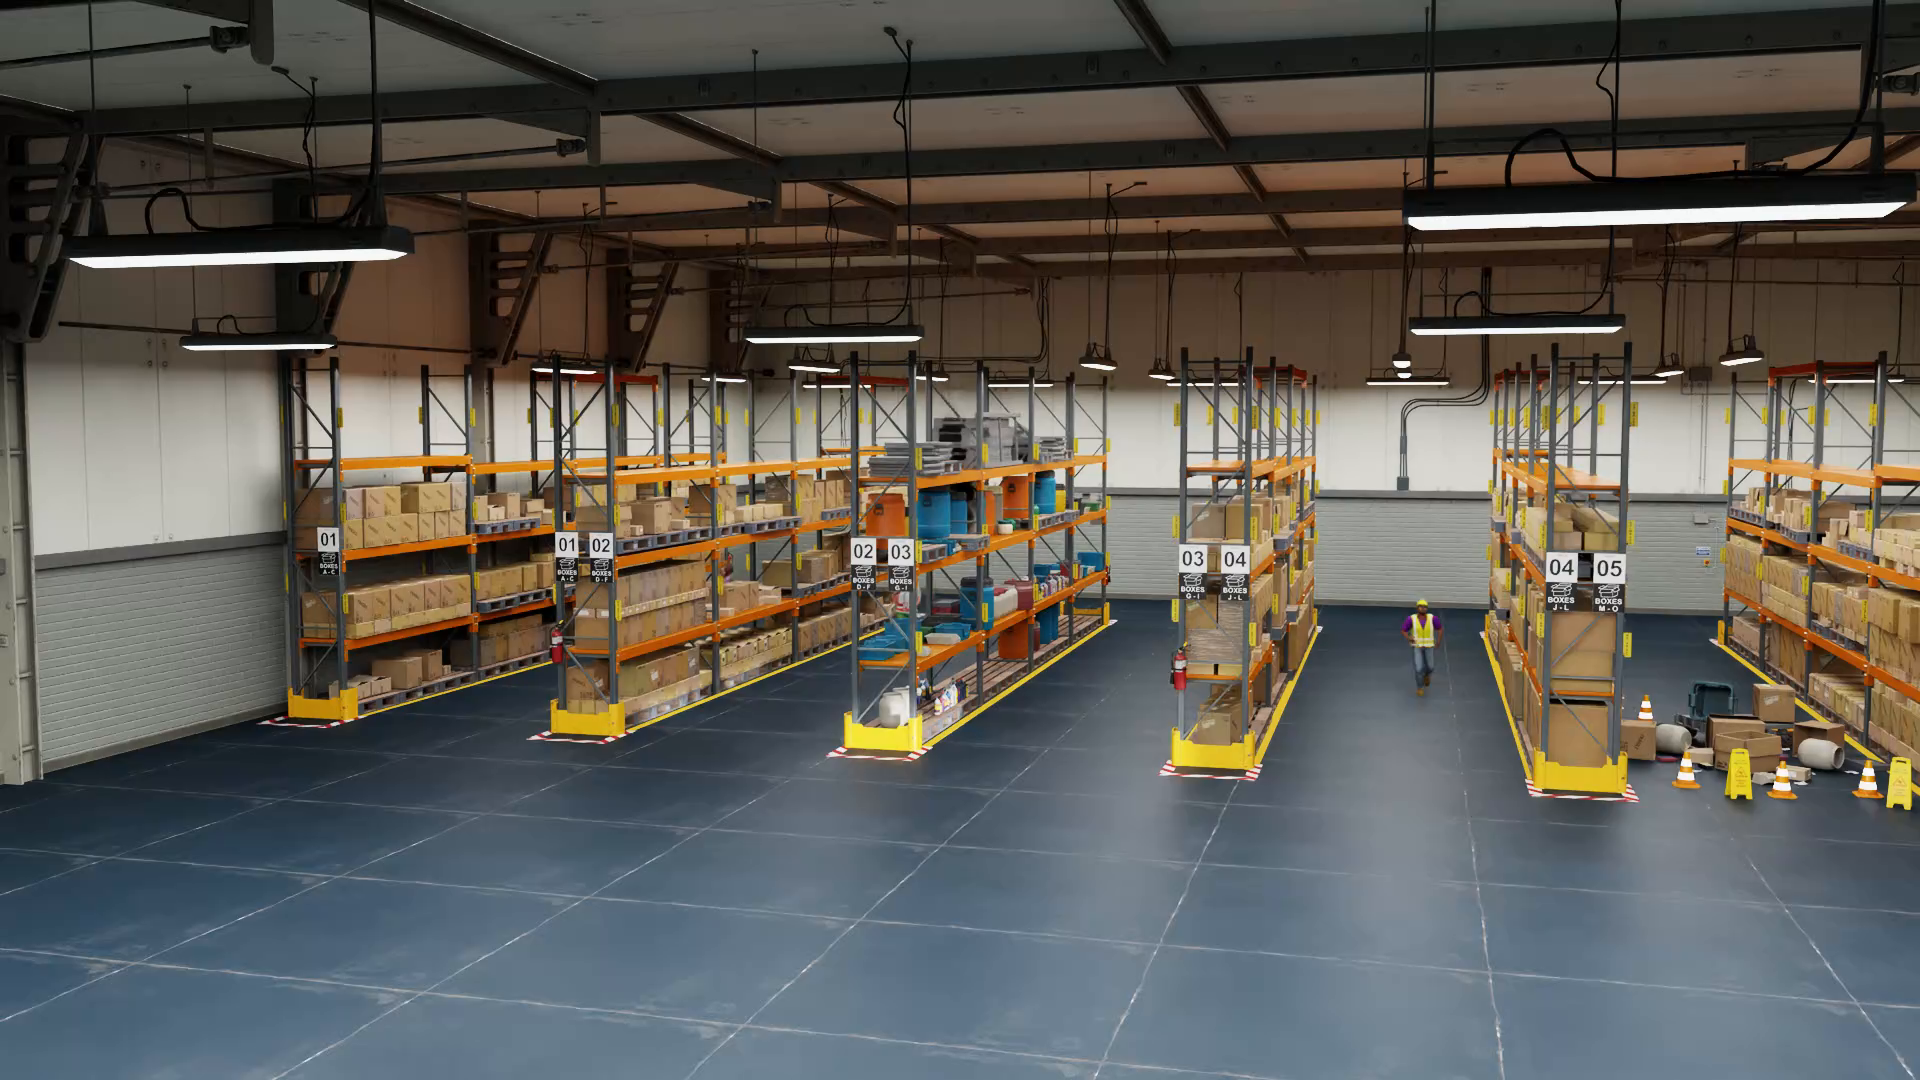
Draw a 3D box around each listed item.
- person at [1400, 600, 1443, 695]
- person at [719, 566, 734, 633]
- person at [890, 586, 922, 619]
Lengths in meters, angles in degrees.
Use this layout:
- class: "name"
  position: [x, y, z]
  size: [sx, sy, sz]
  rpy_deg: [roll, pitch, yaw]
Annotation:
- class: "person"
  position: [8.359, 1.937, 30.082]
  size: [0.760, 1.717, 0.557]
  rpy_deg: [0, 4, 6]
- class: "person"
  position: [-5.464, 1.386, 38.589]
  size: [0.510, 1.556, 0.519]
  rpy_deg: [1, 4, 8]
- class: "person"
  position: [-1.072, 1.447, 32.573]
  size: [0.655, 1.791, 0.738]
  rpy_deg: [1, 4, 8]
